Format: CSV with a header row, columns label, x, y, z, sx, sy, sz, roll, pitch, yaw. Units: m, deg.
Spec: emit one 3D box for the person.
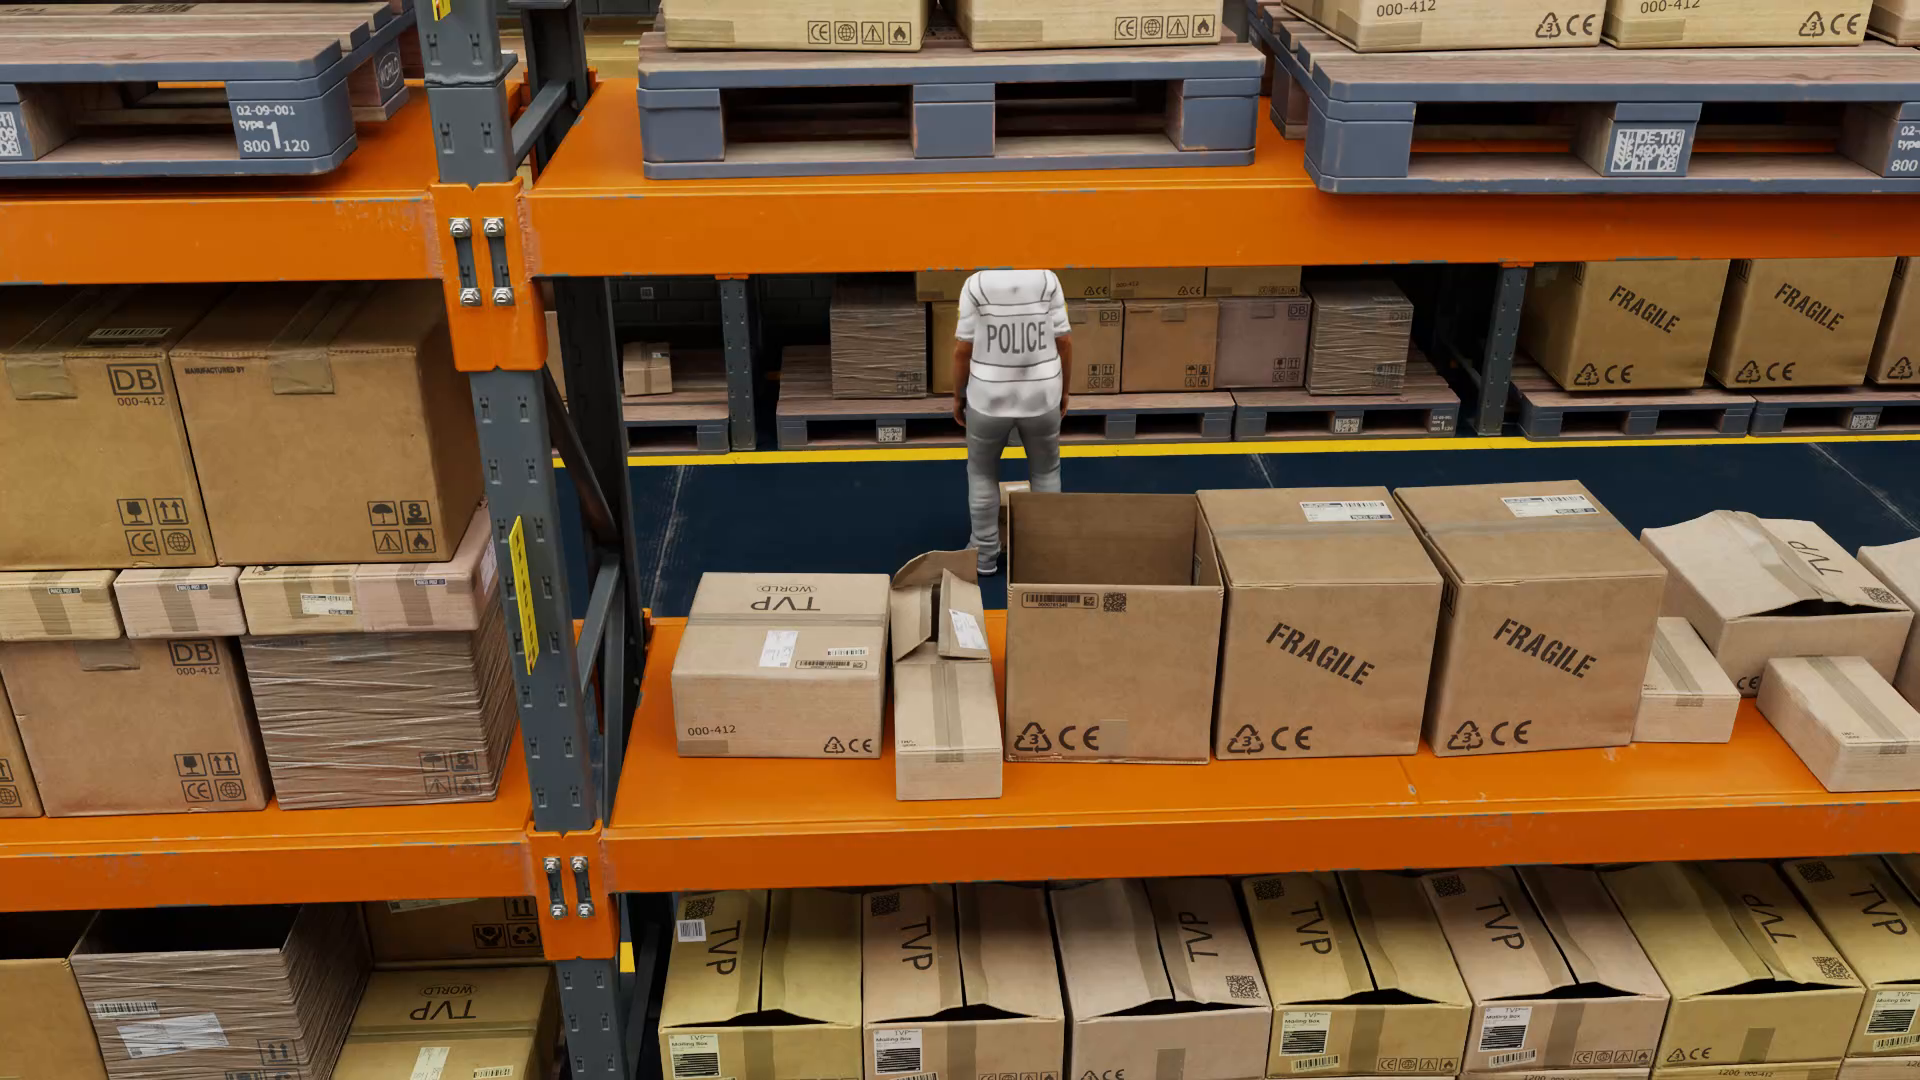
label,x,y,z,sx,sy,sz,roll,pitch,yaw
person,0.238,-0.631,7.315,0.554,1.665,0.468,-3,28,-5
